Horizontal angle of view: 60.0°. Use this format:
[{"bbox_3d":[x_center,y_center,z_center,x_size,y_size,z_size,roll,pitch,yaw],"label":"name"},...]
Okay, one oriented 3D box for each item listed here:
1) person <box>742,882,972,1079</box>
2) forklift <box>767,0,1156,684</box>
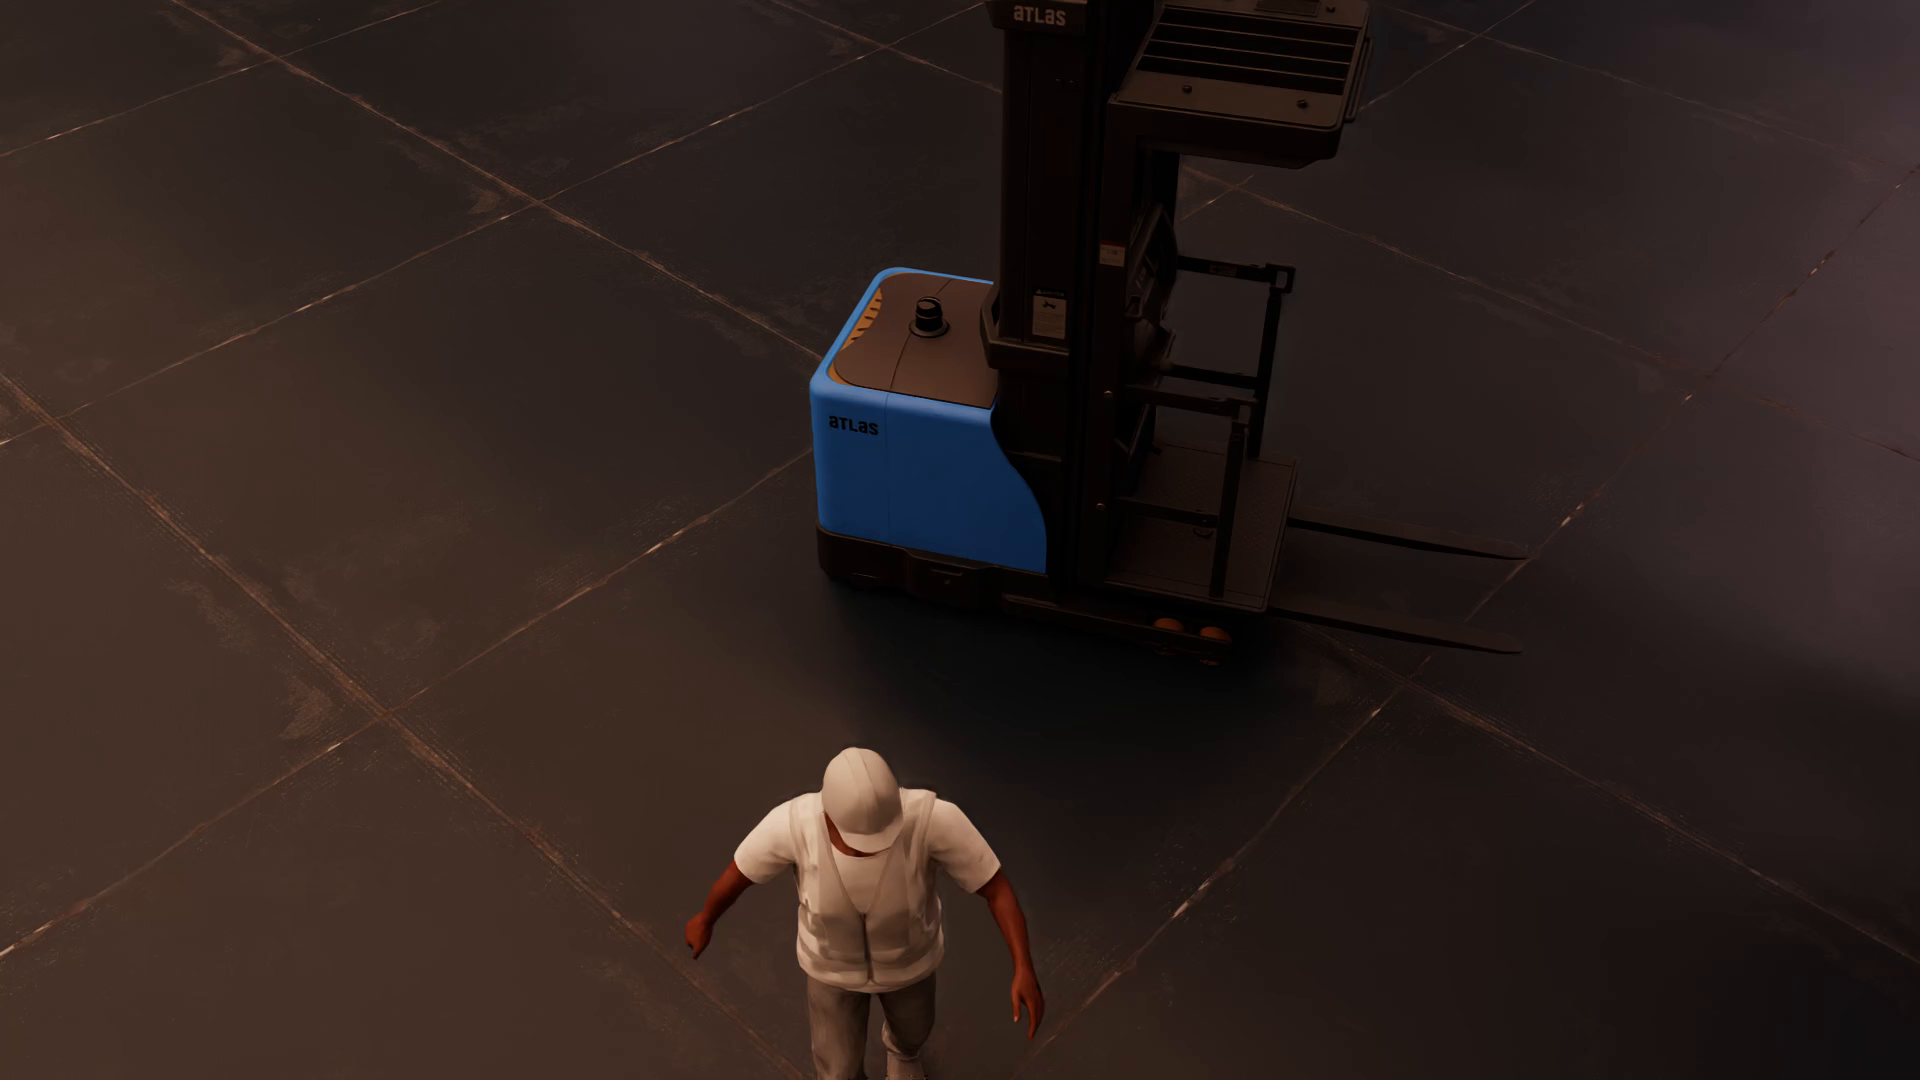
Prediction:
[{"bbox_3d":[-0.286,1.495,4.591,0.630,1.755,0.461,2,41,3],"label":"person"},{"bbox_3d":[0.211,-1.484,7.158,1.130,2.935,3.031,14,42,15],"label":"forklift"}]
